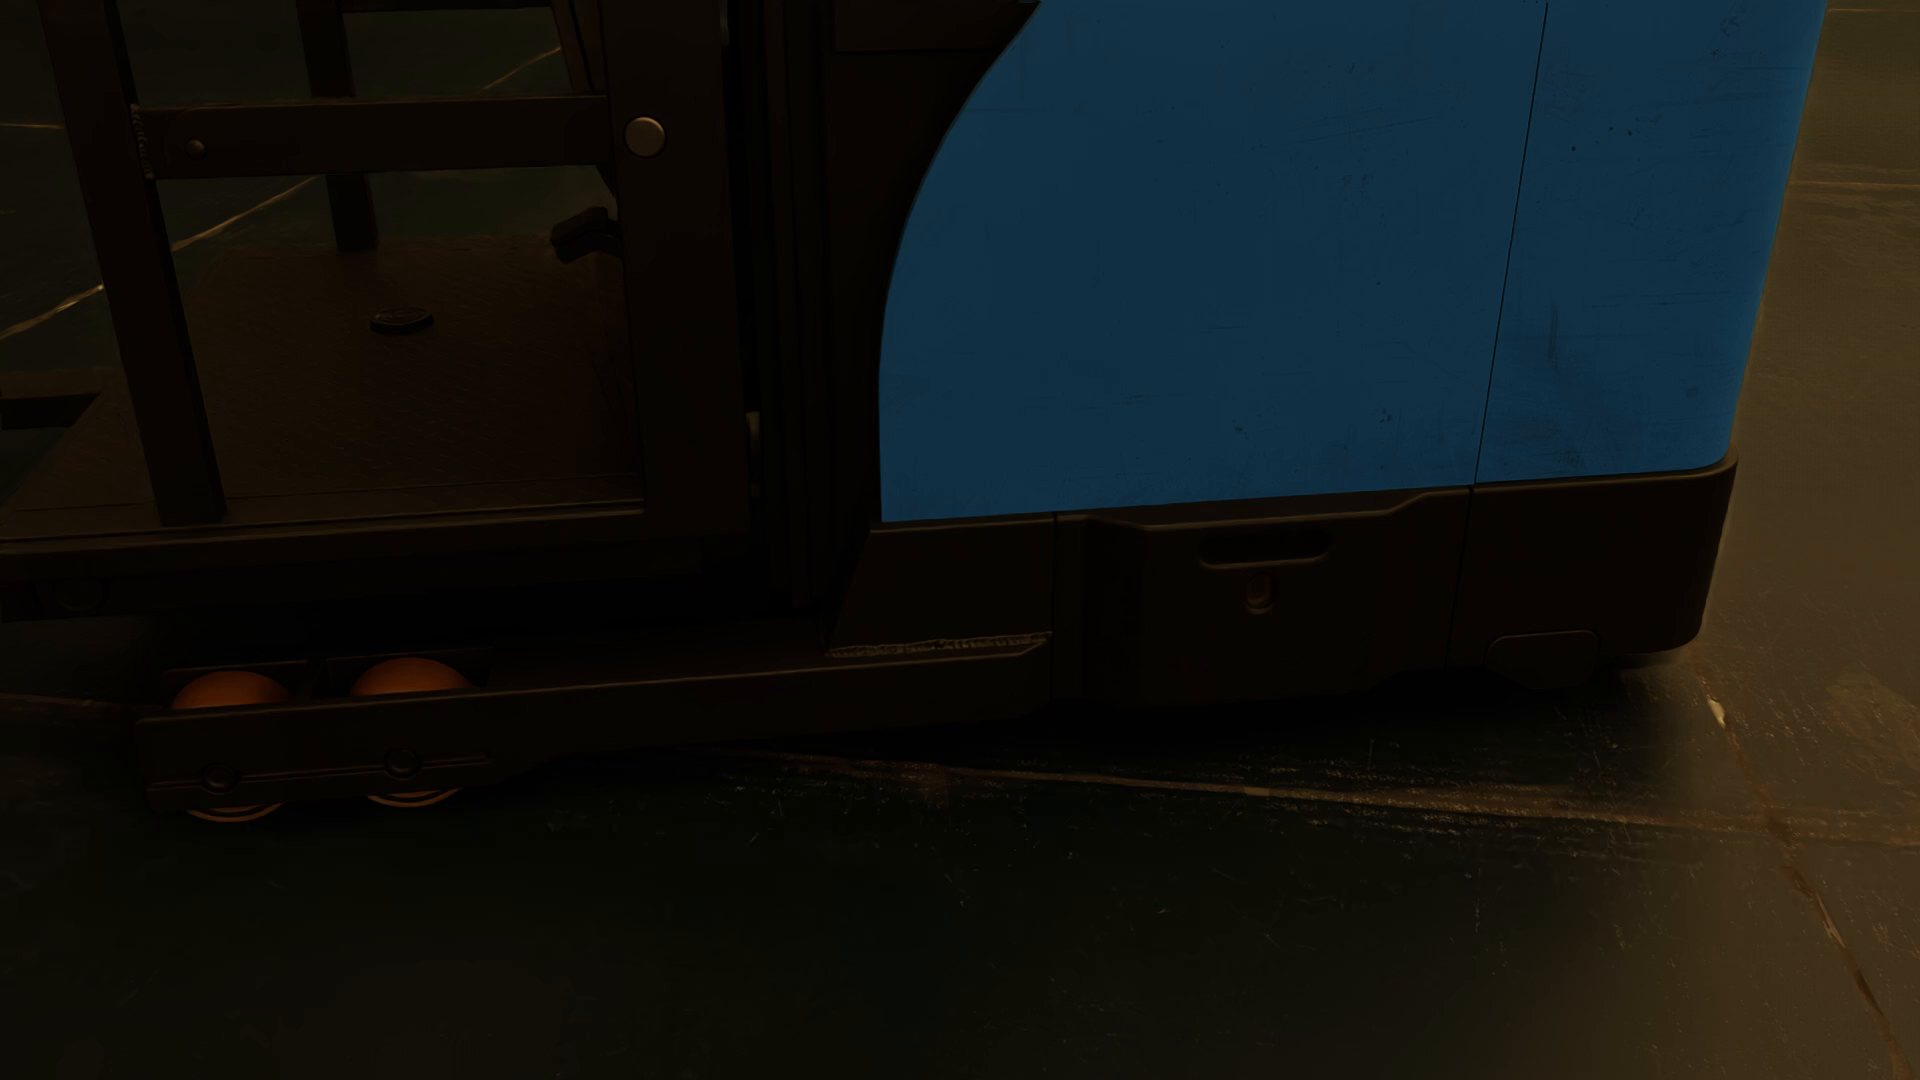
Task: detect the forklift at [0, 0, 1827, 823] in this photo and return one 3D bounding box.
[{"bbox_3d":[-0.610,-1.248,1.718,3.031,2.935,1.130,-4,27,-8],"label":"forklift"}]
